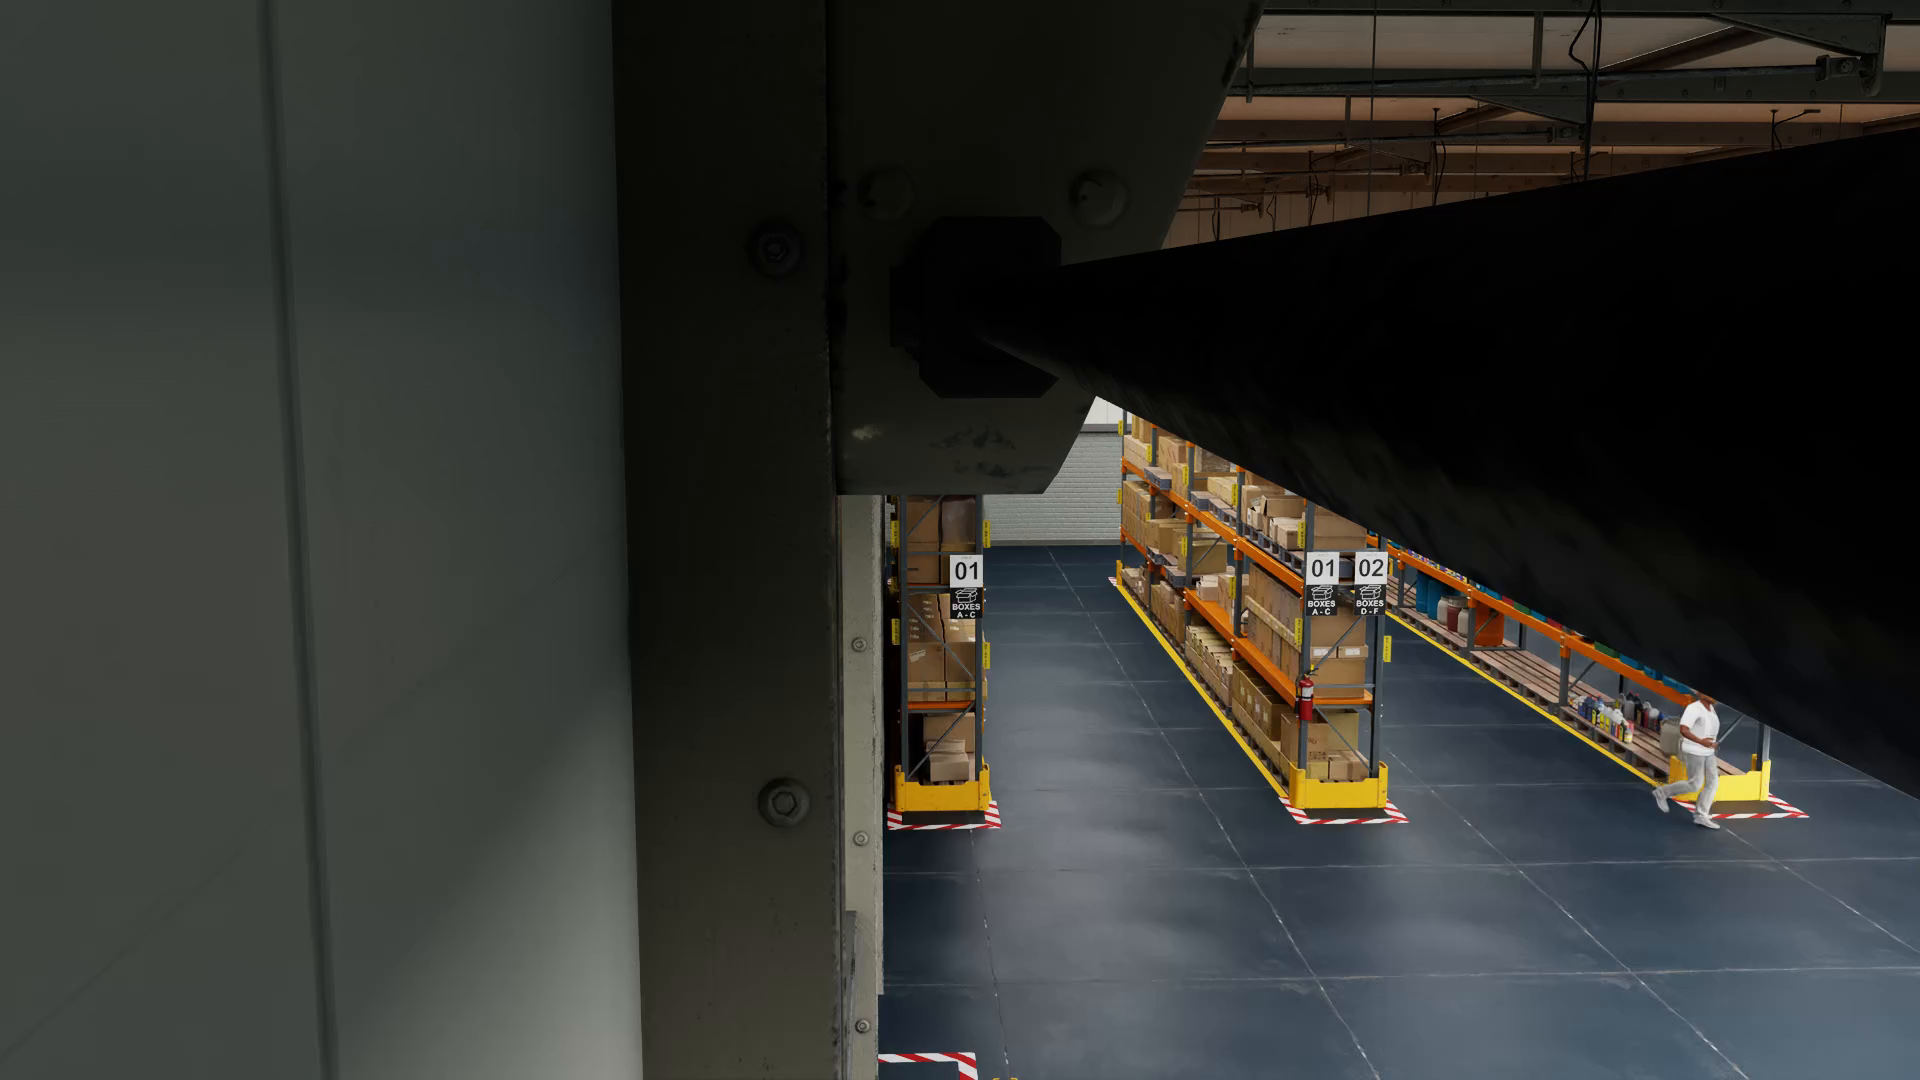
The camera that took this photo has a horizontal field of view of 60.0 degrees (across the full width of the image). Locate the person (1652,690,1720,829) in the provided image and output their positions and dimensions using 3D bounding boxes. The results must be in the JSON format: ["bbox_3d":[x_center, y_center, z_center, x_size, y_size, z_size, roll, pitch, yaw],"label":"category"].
[{"bbox_3d":[8.849,2.543,20.026,0.713,1.750,0.796,-7,11,-41],"label":"person"}]
